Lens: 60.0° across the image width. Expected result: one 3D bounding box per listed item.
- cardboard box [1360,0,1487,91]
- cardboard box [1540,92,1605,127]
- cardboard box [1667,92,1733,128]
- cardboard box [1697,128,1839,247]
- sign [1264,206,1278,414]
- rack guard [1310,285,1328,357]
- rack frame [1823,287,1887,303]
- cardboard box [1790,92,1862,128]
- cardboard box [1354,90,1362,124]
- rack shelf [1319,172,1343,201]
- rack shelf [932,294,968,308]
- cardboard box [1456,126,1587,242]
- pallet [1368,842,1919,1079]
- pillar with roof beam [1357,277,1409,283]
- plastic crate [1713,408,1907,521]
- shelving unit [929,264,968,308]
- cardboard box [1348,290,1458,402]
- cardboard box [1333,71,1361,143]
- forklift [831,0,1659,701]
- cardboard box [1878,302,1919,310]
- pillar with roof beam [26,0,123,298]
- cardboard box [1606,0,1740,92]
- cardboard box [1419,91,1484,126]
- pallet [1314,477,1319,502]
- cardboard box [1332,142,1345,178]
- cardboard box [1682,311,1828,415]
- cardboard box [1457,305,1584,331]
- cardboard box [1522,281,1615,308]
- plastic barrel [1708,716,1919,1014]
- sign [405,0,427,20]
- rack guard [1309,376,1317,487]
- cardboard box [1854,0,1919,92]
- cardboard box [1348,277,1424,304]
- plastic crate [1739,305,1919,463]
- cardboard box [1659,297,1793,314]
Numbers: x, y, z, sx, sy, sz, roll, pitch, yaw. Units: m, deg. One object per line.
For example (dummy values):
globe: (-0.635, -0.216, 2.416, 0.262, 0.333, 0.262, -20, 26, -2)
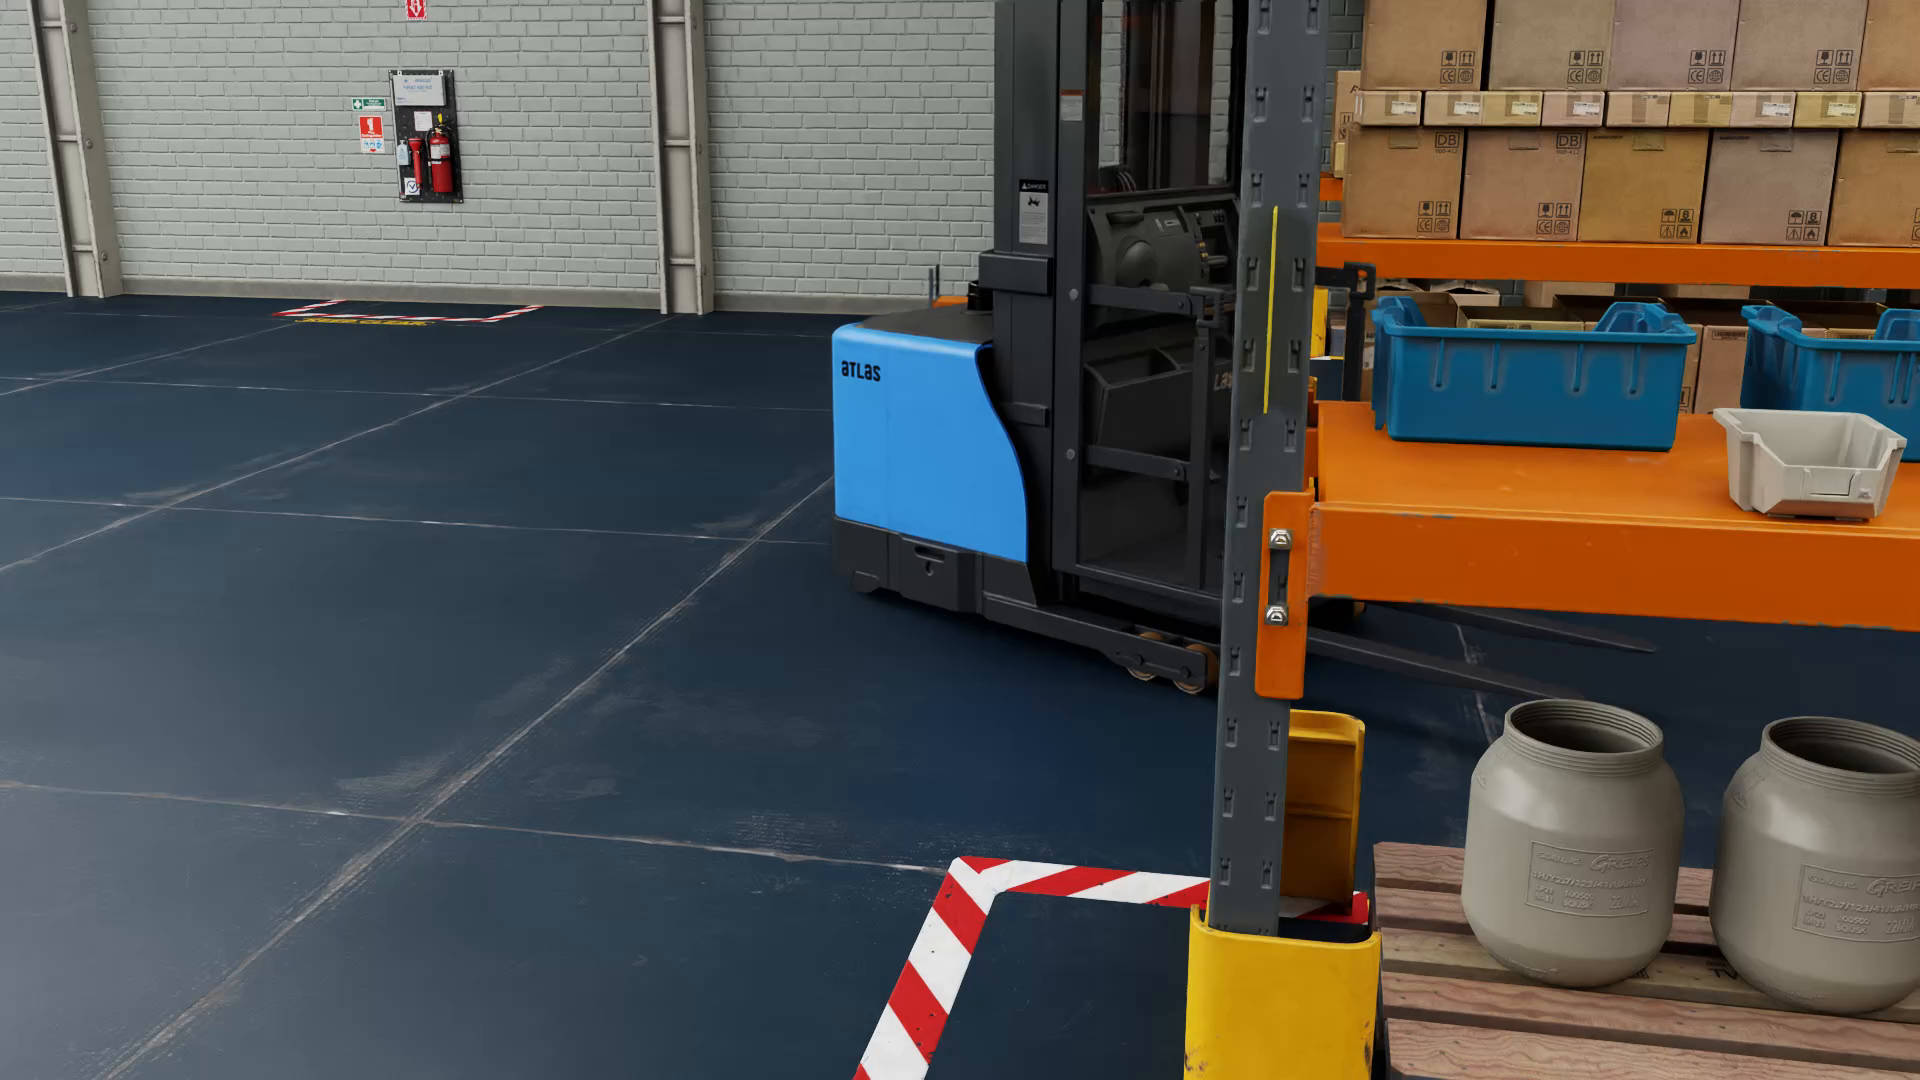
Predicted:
cardboard box: (2.116, -2.322, 7.636, 0.500, 0.500, 0.700, 3, 16, 11)
cardboard box: (2.701, -1.922, 7.408, 0.250, 0.149, 0.380, 3, 16, 10)
cardboard box: (3.214, -1.895, 7.311, 0.250, 0.149, 0.380, 3, 16, 10)
cardboard box: (3.582, -1.617, 7.525, 0.500, 0.500, 0.700, 4, 16, 13)
sign: (0.505, -0.373, 2.702, 0.005, 0.325, 0.100, 3, 16, 11)
rack guard: (2.667, -1.766, 12.933, 0.348, 0.500, 1.175, 3, 16, 11)
rack frame: (6.513, -2.762, 11.845, 0.127, 3.000, 1.000, 3, 16, 11)
cardboard box: (3.715, -1.867, 7.210, 0.250, 0.149, 0.380, 4, 16, 13)
cardboard box: (2.022, -2.069, 7.941, 0.250, 0.149, 0.380, 3, 16, 10)
rack shelf: (4.553, -2.522, 12.326, 4.000, 0.370, 1.077, 3, 16, 11)
rack shelf: (0.129, -1.000, 7.371, 0.480, 0.148, 0.258, 2, 14, 6)
cardboard box: (2.580, -1.672, 7.723, 0.500, 0.500, 0.700, 4, 16, 13)
pallet: (1.498, 0.997, 3.499, 1.213, 0.211, 1.003, 3, 16, 11)
pillar with roof beam: (2.593, -4.929, 8.430, 0.400, 9.000, 9.100, 3, 16, 11)
plastic crate: (1.432, -0.125, 2.817, 0.250, 0.136, 0.298, 3, 16, 11)
shelving unit: (0.128, -0.619, 7.467, 0.503, 1.200, 0.258, 2, 14, 6)
cardboard box: (2.194, -0.967, 8.324, 0.500, 0.500, 0.500, 3, 16, 11)
cardboard box: (3.001, -3.170, 12.155, 0.500, 0.500, 0.500, 3, 16, 11)
forklift: (0.917, -1.051, 5.795, 3.031, 2.935, 1.130, 13, 20, 40)
cardboard box: (4.646, -0.836, 7.851, 0.500, 0.500, 0.500, 3, 16, 11)
pillar with roof beam: (-9.166, -5.568, 10.734, 0.400, 9.000, 9.100, 3, 16, 11)
cardboard box: (3.127, -2.268, 7.444, 0.500, 0.500, 0.700, 3, 16, 11)
cardboard box: (2.210, -1.949, 7.508, 0.250, 0.149, 0.380, 3, 16, 10)
pallet: (2.367, -0.306, 8.200, 1.213, 0.211, 1.003, 3, 16, 11)
cardboard box: (3.008, -2.804, 12.237, 0.500, 0.250, 0.500, 3, 16, 9)
cardboard box: (3.560, -0.751, 7.542, 0.500, 0.500, 0.500, 3, 16, 11)
cardboard box: (2.581, -0.805, 7.738, 0.500, 0.500, 0.500, 3, 16, 11)
cardboard box: (4.521, -1.840, 12.373, 0.500, 0.500, 0.700, 2, 16, 8)
plastic barrel: (1.770, 0.655, 3.383, 0.421, 0.512, 0.421, 0, 15, 0)
sign: (-4.830, -4.768, 14.745, 0.199, 0.298, 0.001, 3, 16, 11)
rack guard: (1.586, -0.476, 8.273, 0.348, 0.500, 1.175, 3, 16, 11)
cardboard box: (4.107, -2.215, 7.252, 0.500, 0.500, 0.700, 3, 16, 11)
cardboard box: (3.253, -1.831, 12.696, 0.500, 0.311, 0.500, 1, 16, 5)
plastic crate: (1.804, -0.327, 3.334, 0.408, 0.251, 0.499, 3, 16, 11)
cardboard box: (3.667, -0.891, 8.048, 0.500, 0.500, 0.500, 3, 16, 11)
